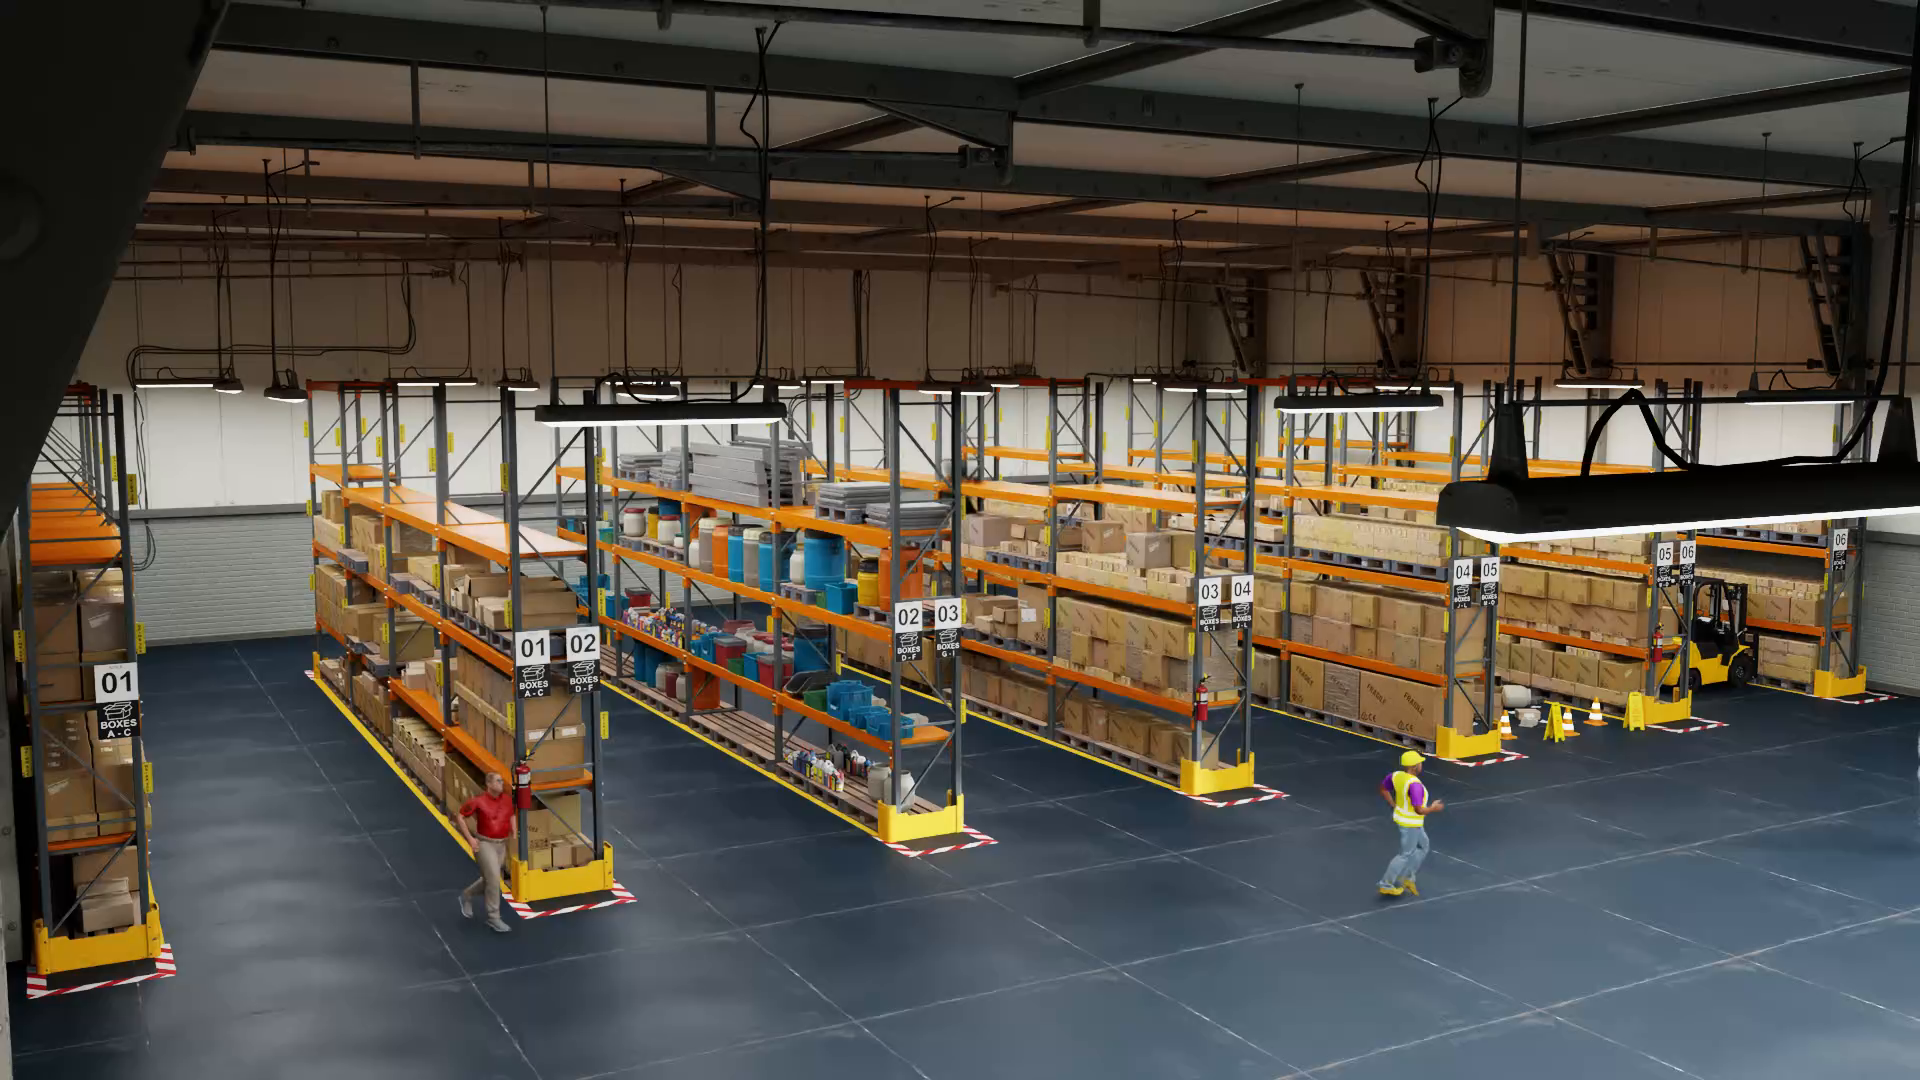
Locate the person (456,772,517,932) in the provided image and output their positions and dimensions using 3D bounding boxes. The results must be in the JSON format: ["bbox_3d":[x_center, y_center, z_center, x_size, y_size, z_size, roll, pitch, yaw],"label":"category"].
[{"bbox_3d":[-5.311,3.493,18.852,0.811,1.730,0.680,3,7,28],"label":"person"}]

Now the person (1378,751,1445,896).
[{"bbox_3d":[5.324,3.377,19.657,0.738,1.806,0.671,0,6,-3],"label":"person"}]
